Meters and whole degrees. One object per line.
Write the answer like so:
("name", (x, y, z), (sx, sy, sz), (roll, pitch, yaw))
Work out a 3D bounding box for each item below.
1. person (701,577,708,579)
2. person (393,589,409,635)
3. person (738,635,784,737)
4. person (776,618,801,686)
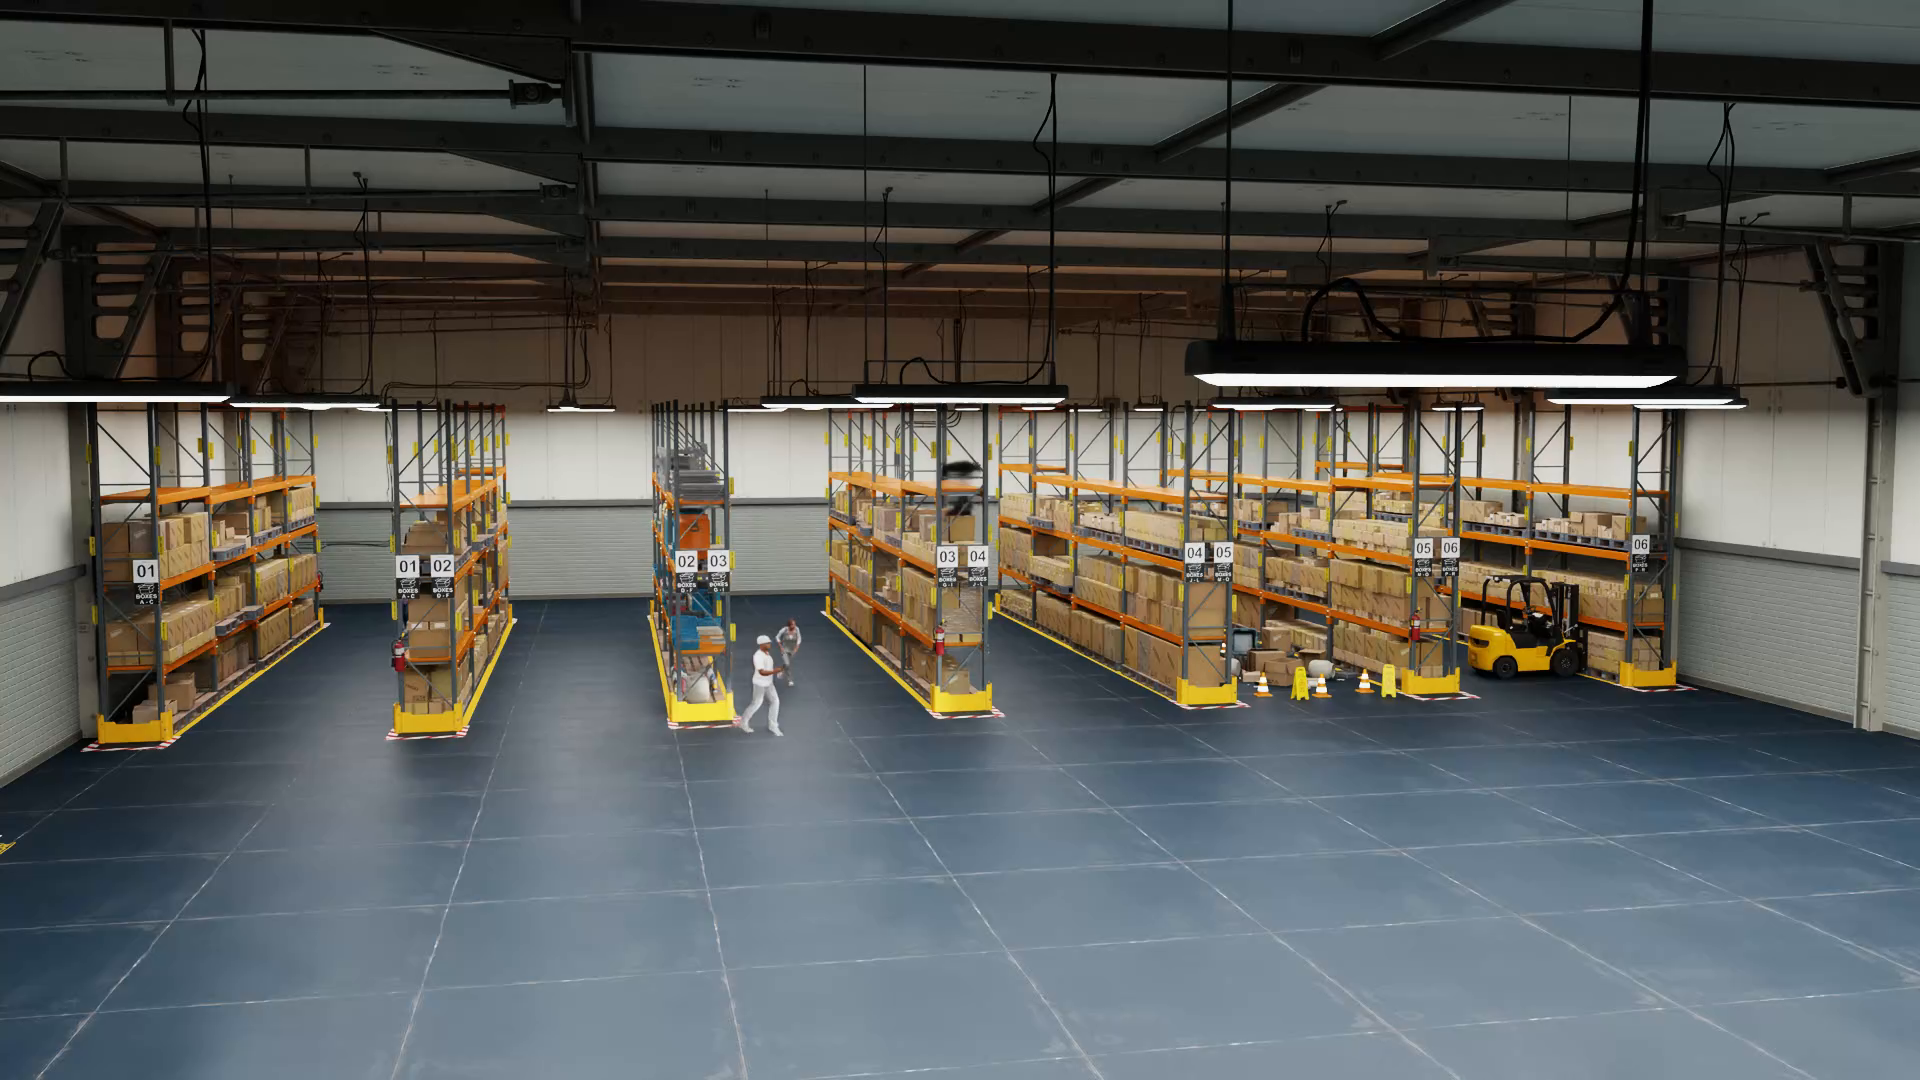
("person", (-7.284, 1.188, 48.618), (0.688, 1.723, 0.701), (1, 4, 11))
("person", (-14.543, 1.683, 43.481), (0.518, 1.559, 0.612), (-1, 5, -17))
("person", (-3.527, 2.603, 29.617), (0.870, 1.821, 0.662), (1, 4, 15))
("person", (-3.674, 2.363, 35.278), (0.541, 1.492, 0.920), (-2, 5, -22))
